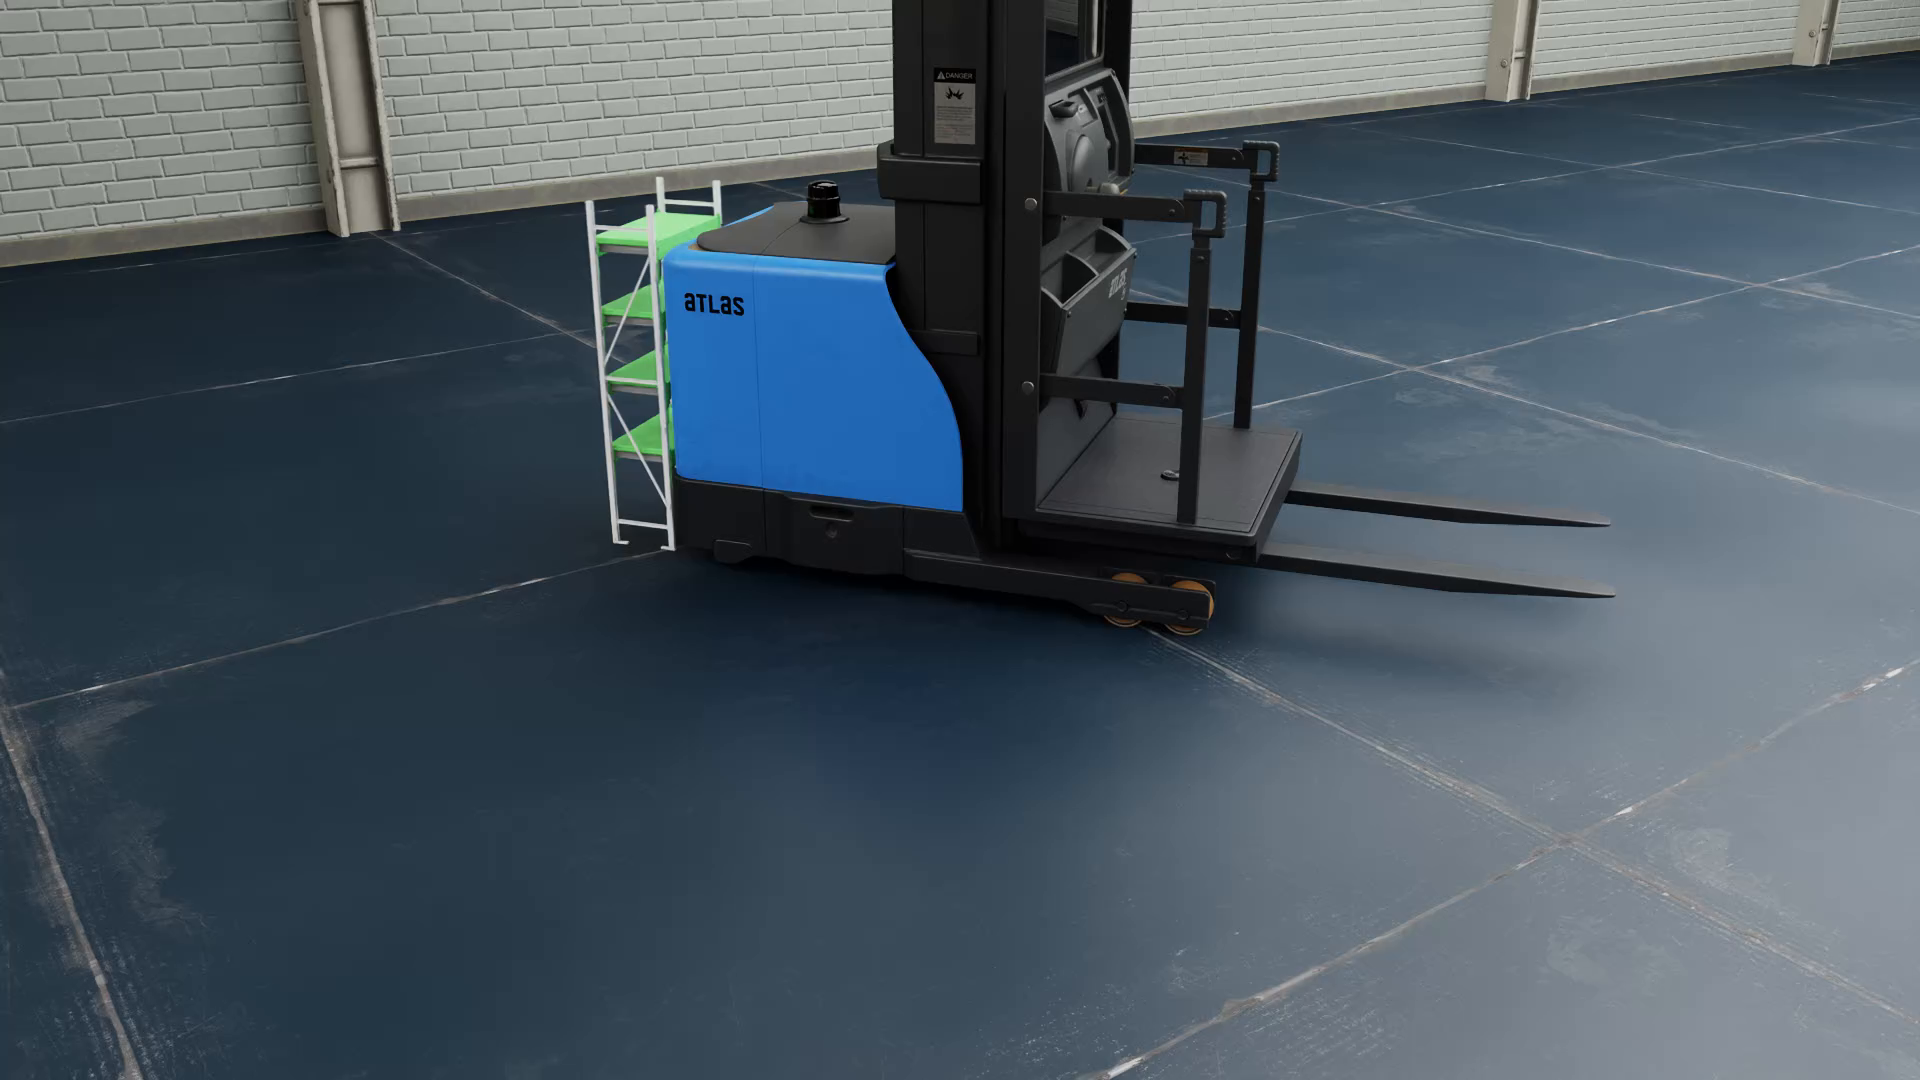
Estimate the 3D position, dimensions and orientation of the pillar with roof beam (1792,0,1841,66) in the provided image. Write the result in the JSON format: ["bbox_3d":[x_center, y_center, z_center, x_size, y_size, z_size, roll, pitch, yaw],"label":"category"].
[{"bbox_3d":[13.157,-8.846,15.923,0.400,9.000,9.100,-15,26,-33],"label":"pillar with roof beam"}]

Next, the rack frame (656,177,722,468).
[{"bbox_3d":[-0.955,-0.707,6.049,0.240,1.200,0.015,7,23,17],"label":"rack frame"}]

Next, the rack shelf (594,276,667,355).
[{"bbox_3d":[-1.031,-0.785,5.769,0.258,0.148,0.480,7,23,17],"label":"rack shelf"}]

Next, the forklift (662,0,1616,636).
[{"bbox_3d":[0.597,-1.287,5.166,3.031,2.935,1.130,7,23,17],"label":"forklift"}]

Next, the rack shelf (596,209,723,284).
[{"bbox_3d":[-1.030,-1.008,5.680,0.258,0.148,0.480,7,23,17],"label":"rack shelf"}]

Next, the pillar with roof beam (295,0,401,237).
[{"bbox_3d":[-1.454,-4.950,6.159,0.400,9.000,9.100,-15,26,-33],"label":"pillar with roof beam"}]

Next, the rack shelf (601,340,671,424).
[{"bbox_3d":[-1.031,-0.562,5.858,0.258,0.148,0.480,7,23,17],"label":"rack shelf"}]

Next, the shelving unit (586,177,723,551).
[{"bbox_3d":[-1.031,-0.621,5.834,0.258,1.200,0.503,7,23,17],"label":"shelving unit"}]

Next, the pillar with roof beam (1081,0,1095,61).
[{"bbox_3d":[3.416,-6.249,9.414,0.400,9.000,9.100,-15,26,-33],"label":"pillar with roof beam"}]

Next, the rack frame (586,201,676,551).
[{"bbox_3d":[-1.107,-0.535,5.619,0.240,1.200,0.015,7,23,17],"label":"rack frame"}]

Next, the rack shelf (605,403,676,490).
[{"bbox_3d":[-1.031,-0.339,5.947,0.258,0.148,0.480,7,23,17],"label":"rack shelf"}]

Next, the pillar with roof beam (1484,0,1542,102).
[{"bbox_3d":[8.287,-7.547,12.668,0.400,9.000,9.100,-15,26,-33],"label":"pillar with roof beam"}]
